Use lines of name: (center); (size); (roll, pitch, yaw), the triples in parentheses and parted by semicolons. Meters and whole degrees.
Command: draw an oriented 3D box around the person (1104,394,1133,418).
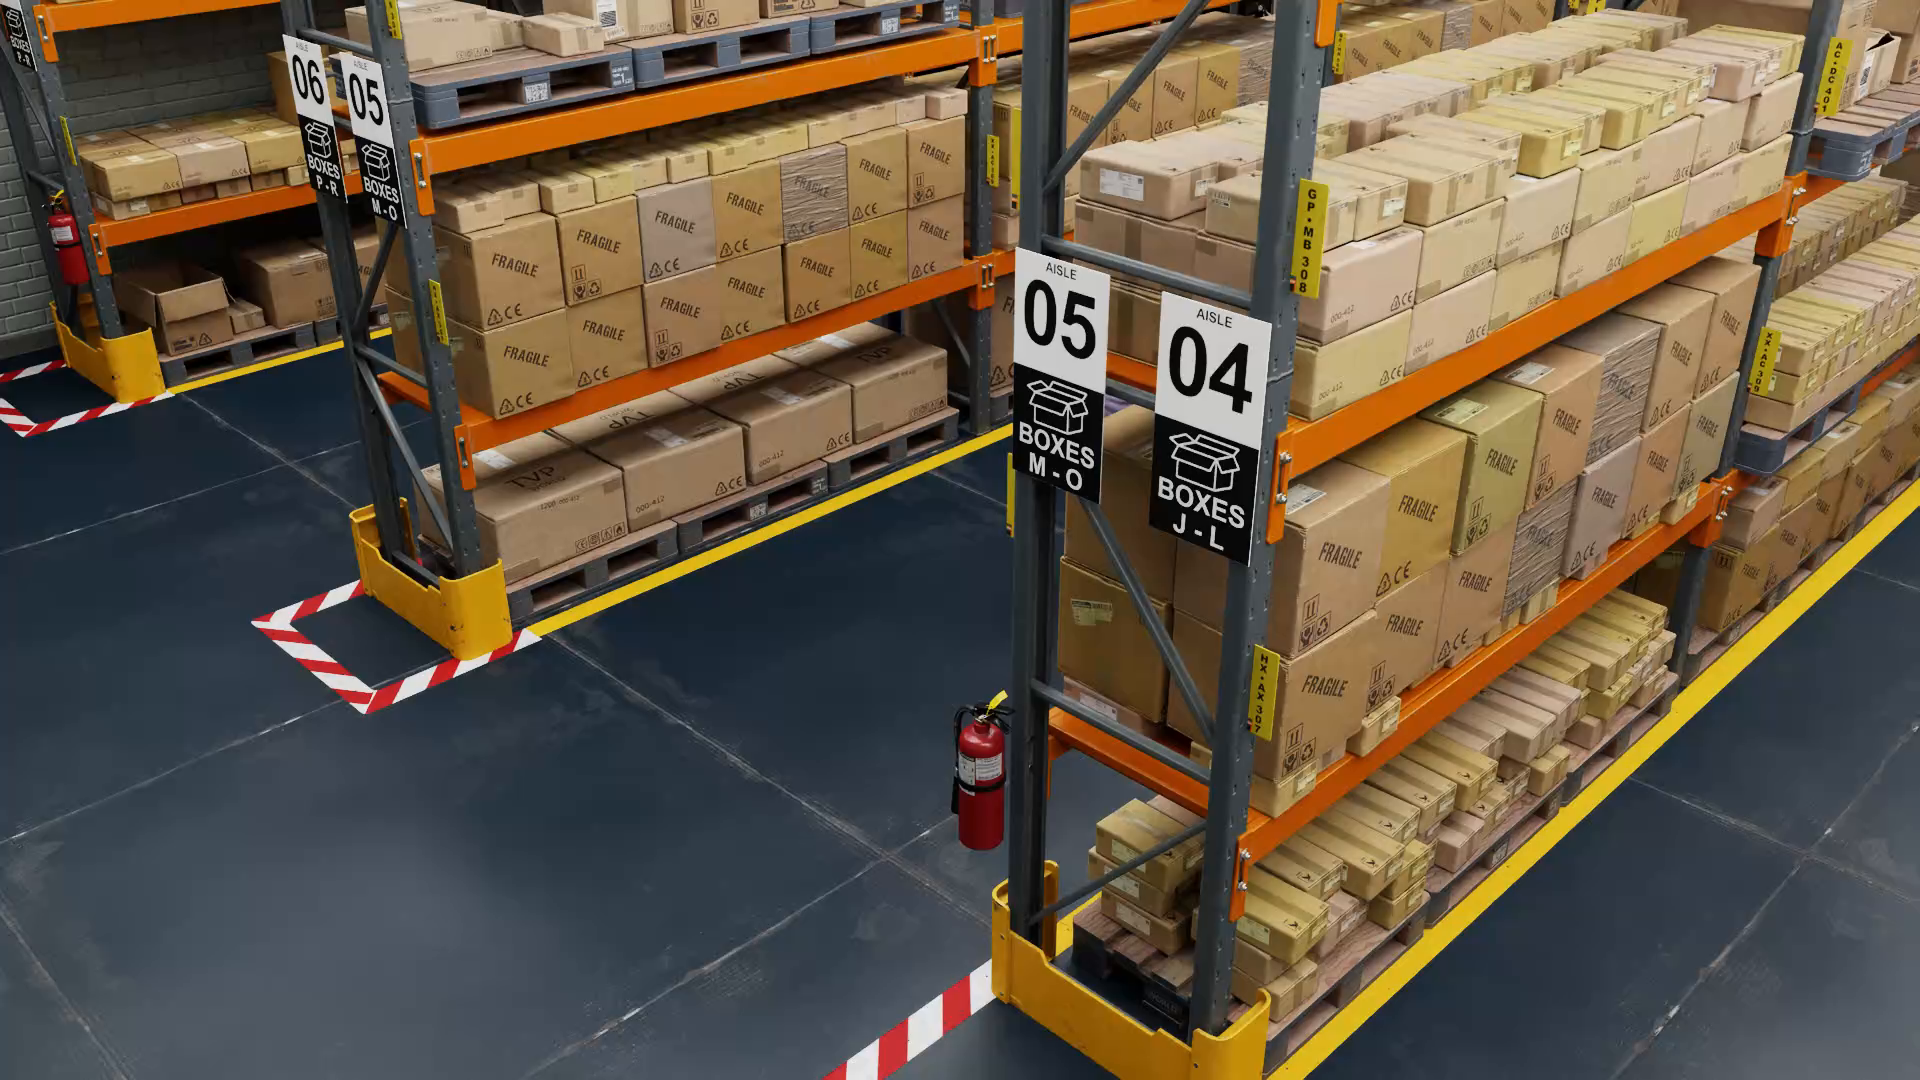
person: (0.935, -0.523, 9.631); (0.543, 1.637, 0.375); (23, 36, 37)
